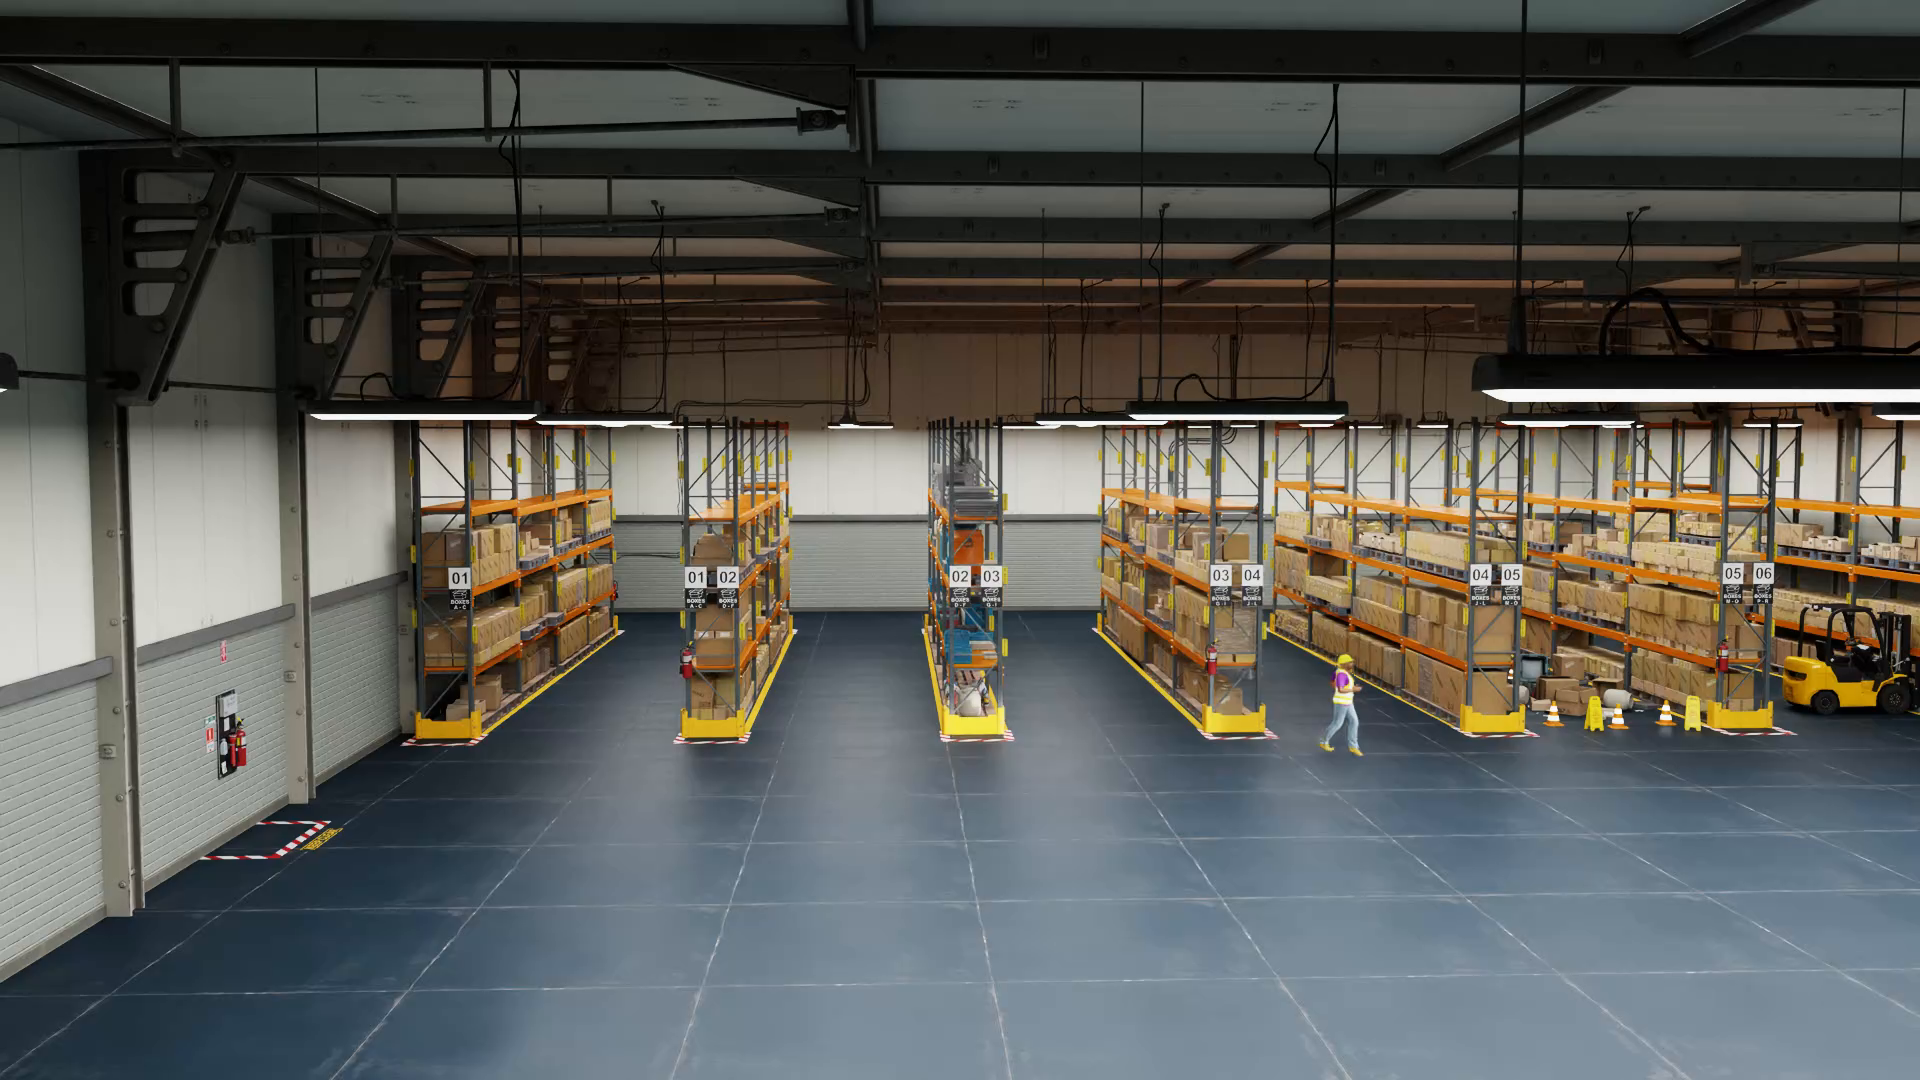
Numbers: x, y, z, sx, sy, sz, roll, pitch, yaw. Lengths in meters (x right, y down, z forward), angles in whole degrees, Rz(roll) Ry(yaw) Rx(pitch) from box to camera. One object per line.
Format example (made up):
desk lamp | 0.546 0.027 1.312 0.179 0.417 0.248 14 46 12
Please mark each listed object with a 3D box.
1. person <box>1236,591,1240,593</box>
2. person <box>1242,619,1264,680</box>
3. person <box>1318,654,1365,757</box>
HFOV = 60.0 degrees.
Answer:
person | 7.835 1.735 48.129 0.730 1.692 0.757 -3 5 -36
person | 6.721 2.343 38.743 0.658 1.800 1.002 -1 4 -9
person | 6.734 2.929 29.373 0.813 1.826 0.665 2 4 26
